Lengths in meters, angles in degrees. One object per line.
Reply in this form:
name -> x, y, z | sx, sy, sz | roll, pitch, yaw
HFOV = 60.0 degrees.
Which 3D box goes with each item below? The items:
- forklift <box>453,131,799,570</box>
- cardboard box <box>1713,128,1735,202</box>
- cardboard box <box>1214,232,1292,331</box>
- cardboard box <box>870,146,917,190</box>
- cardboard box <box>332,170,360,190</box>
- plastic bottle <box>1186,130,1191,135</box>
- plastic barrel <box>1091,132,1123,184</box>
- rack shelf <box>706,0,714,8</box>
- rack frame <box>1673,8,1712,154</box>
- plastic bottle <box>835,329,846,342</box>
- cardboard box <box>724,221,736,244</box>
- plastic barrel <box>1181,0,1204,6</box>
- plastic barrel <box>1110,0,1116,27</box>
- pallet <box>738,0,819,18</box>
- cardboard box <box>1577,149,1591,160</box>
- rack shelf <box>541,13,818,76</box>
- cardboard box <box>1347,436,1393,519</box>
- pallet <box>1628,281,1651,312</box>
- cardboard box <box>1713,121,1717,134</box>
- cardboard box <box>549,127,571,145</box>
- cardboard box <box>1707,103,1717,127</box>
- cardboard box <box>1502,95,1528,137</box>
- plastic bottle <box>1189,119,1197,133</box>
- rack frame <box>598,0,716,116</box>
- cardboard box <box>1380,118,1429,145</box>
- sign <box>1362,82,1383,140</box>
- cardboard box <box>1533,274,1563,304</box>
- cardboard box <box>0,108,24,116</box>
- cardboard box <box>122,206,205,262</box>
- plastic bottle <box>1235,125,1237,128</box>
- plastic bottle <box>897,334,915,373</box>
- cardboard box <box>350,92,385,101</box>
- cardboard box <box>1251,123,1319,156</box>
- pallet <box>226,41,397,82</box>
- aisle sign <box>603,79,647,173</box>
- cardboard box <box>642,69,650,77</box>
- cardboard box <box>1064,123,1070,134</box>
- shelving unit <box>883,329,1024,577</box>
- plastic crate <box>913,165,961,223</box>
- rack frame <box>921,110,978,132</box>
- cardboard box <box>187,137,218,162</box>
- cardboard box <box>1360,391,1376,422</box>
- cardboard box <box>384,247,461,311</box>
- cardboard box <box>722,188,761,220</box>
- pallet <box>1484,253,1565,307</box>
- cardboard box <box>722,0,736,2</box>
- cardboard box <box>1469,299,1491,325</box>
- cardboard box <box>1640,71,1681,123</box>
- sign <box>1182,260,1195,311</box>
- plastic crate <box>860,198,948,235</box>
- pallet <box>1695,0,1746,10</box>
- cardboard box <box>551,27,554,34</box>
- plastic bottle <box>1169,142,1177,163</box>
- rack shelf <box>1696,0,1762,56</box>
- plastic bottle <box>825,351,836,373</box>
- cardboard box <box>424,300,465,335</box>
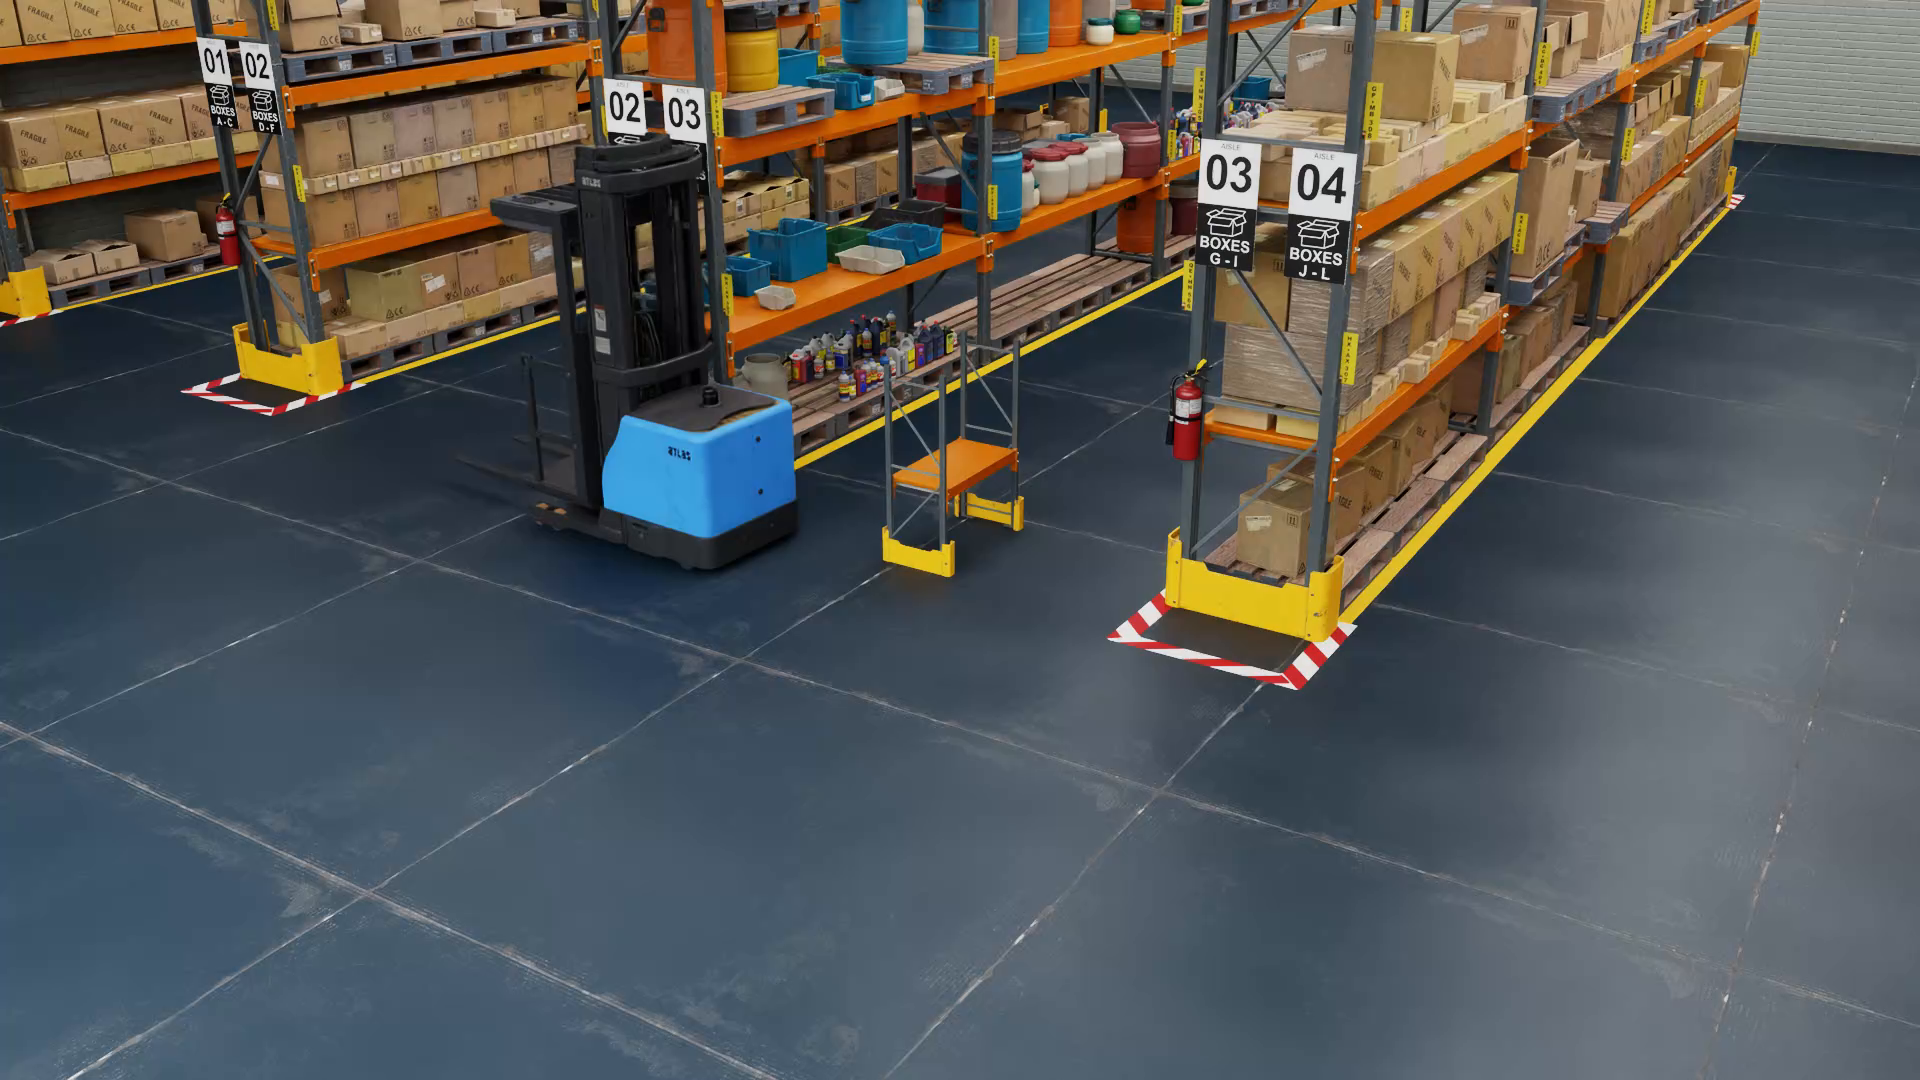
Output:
forklift -> -2.716, -1.571, 12.525 | 3.031, 2.935, 1.130 | 16, 28, 32
cardboard box -> 10.119, -5.228, 23.032 | 0.875, 0.875, 0.875 | 14, 27, 29
cardboard box -> 2.029, -1.722, 11.028 | 0.500, 0.500, 0.500 | 14, 27, 29
cardboard box -> -0.951, -5.292, 23.627 | 0.500, 0.500, 0.500 | 13, 27, 27
cardboard box -> -5.938, -3.441, 15.815 | 0.380, 0.149, 0.250 | 13, 27, 28
plastic bottle -> 2.741, -4.802, 20.065 | 0.097, 0.271, 0.097 | 0, 23, 0
plastic barrel -> 1.600, -4.240, 18.464 | 0.421, 0.512, 0.421 | 0, 23, 0
rack shelf -> -1.204, -4.795, 13.744 | 1.077, 0.370, 4.000 | 14, 27, 29
rack frame -> 8.279, -4.893, 20.113 | 1.000, 3.000, 0.127 | 14, 27, 29
plastic bottle -> -1.149, -1.890, 16.041 | 0.061, 0.283, 0.133 | 15, 28, 31
cardboard box -> -3.121, -3.804, 20.530 | 0.500, 0.250, 0.500 | 14, 27, 30
plastic barrel -> 2.715, -6.388, 19.458 | 0.294, 0.245, 0.294 | 0, 23, 0
plastic barrel -> 1.537, -5.968, 18.680 | 0.421, 0.512, 0.421 | 0, 23, 0
pallet -> -2.527, -6.662, 20.662 | 1.213, 0.211, 1.003 | 15, 28, 31
cardboard box -> 5.918, -3.591, 16.450 | 0.500, 0.500, 0.500 | 10, 25, 23
rack shelf -> -3.300, -5.992, 19.780 | 1.077, 0.370, 4.000 | 14, 27, 29
cardboard box -> 2.925, -0.512, 12.610 | 0.500, 0.500, 0.500 | 17, 29, 34
pallet -> 7.293, -2.924, 19.074 | 1.003, 0.211, 1.213 | 14, 27, 29
cardboard box -> 9.538, -5.334, 21.448 | 0.380, 0.149, 0.250 | 13, 27, 27
cardboard box -> -4.449, -4.394, 18.018 | 0.380, 0.149, 0.250 | 13, 27, 28
cardboard box -> 9.284, -5.407, 21.115 | 0.500, 0.250, 0.500 | 15, 27, 30
cardboard box -> 4.040, -3.292, 12.828 | 0.500, 0.250, 0.500 | 15, 28, 31
plastic bottle -> 3.008, -5.353, 21.425 | 0.097, 0.201, 0.097 | 0, 23, 0
rack frame -> -2.259, -4.634, 11.963 | 1.000, 3.000, 0.127 | 14, 27, 29
cardboard box -> 2.874, -2.714, 10.991 | 0.380, 0.149, 0.250 | 14, 27, 29
sign -> 2.410, -2.507, 9.725 | 0.100, 0.325, 0.005 | 14, 27, 29
cardboard box -> 5.570, -2.528, 16.299 | 0.500, 0.250, 0.500 | 17, 29, 35
cardboard box -> -10.608, -4.445, 18.298 | 0.500, 0.500, 0.500 | 14, 27, 28
cardboard box -> -9.504, -3.656, 19.848 | 0.700, 0.500, 0.500 | 12, 26, 26
plastic bottle -> 3.448, -5.177, 21.019 | 0.097, 0.201, 0.097 | 0, 23, 0
plastic bottle -> -0.516, -1.766, 15.669 | 0.144, 0.351, 0.185 | 14, 27, 29
cardboard box -> -7.967, -5.906, 21.774 | 0.700, 0.500, 0.500 | 17, 29, 34
cardboard box -> 2.067, -2.556, 10.625 | 0.380, 0.149, 0.250 | 13, 27, 27
pallet -> -6.070, -4.489, 15.516 | 1.003, 0.211, 1.213 | 14, 27, 29
aisle sign -> -2.549, -3.112, 12.726 | 0.394, 0.787, 0.004 | 14, 27, 29
cardboard box -> -4.991, -7.308, 25.982 | 0.380, 0.149, 0.250 | 13, 27, 28
cardboard box -> 1.607, -6.869, 27.690 | 0.380, 0.166, 0.250 | 14, 27, 29
shelving unit -> -0.040, -0.663, 12.228 | 0.587, 1.500, 1.083 | 14, 27, 29
plastic crate -> -0.154, -3.488, 16.786 | 0.402, 0.464, 0.583 | 14, 27, 29
rack frame -> -0.135, -6.970, 24.911 | 1.000, 3.000, 0.127 | 14, 27, 29
cardboard box -> -9.080, -4.685, 19.795 | 0.500, 0.250, 0.500 | 14, 27, 29
cardboard box -> 2.594, -0.935, 11.287 | 0.380, 0.149, 0.250 | 14, 27, 29
cardboard box -> -5.478, -2.670, 16.966 | 0.500, 0.500, 0.500 | 14, 27, 29
cardboard box -> -2.850, -4.233, 20.816 | 0.500, 0.311, 0.500 | 14, 27, 29
pallet -> 4.586, -2.332, 14.439 | 1.003, 0.211, 1.213 | 14, 27, 29
cardboard box -> -3.009, -6.584, 19.904 | 0.500, 0.250, 0.500 | 13, 27, 28
cardboard box -> 4.055, -1.861, 13.425 | 0.380, 0.149, 0.250 | 14, 27, 29
cardboard box -> 7.949, -5.182, 19.391 | 0.797, 0.503, 0.637 | 13, 27, 28
sign -> 1.488, -1.642, 10.748 | 0.100, 0.325, 0.005 | 14, 27, 29
plastic crate -> -0.533, -3.052, 15.939 | 0.767, 0.338, 0.504 | 14, 27, 29
pallet -> 9.364, -6.913, 21.114 | 1.003, 0.211, 1.213 | 14, 27, 29
cardboard box -> -5.982, -7.302, 24.207 | 0.500, 0.250, 0.500 | 15, 27, 30
plastic bottle -> 2.464, -4.602, 19.597 | 0.152, 0.276, 0.135 | 14, 27, 29
rack shelf -> 9.334, -6.614, 21.219 | 1.077, 0.370, 4.000 | 14, 27, 29
plastic bottle -> -1.224, -1.683, 15.665 | 0.097, 0.201, 0.097 | 0, 23, 0
cardboard box -> -5.469, -2.324, 17.110 | 0.500, 0.250, 0.500 | 14, 27, 29
